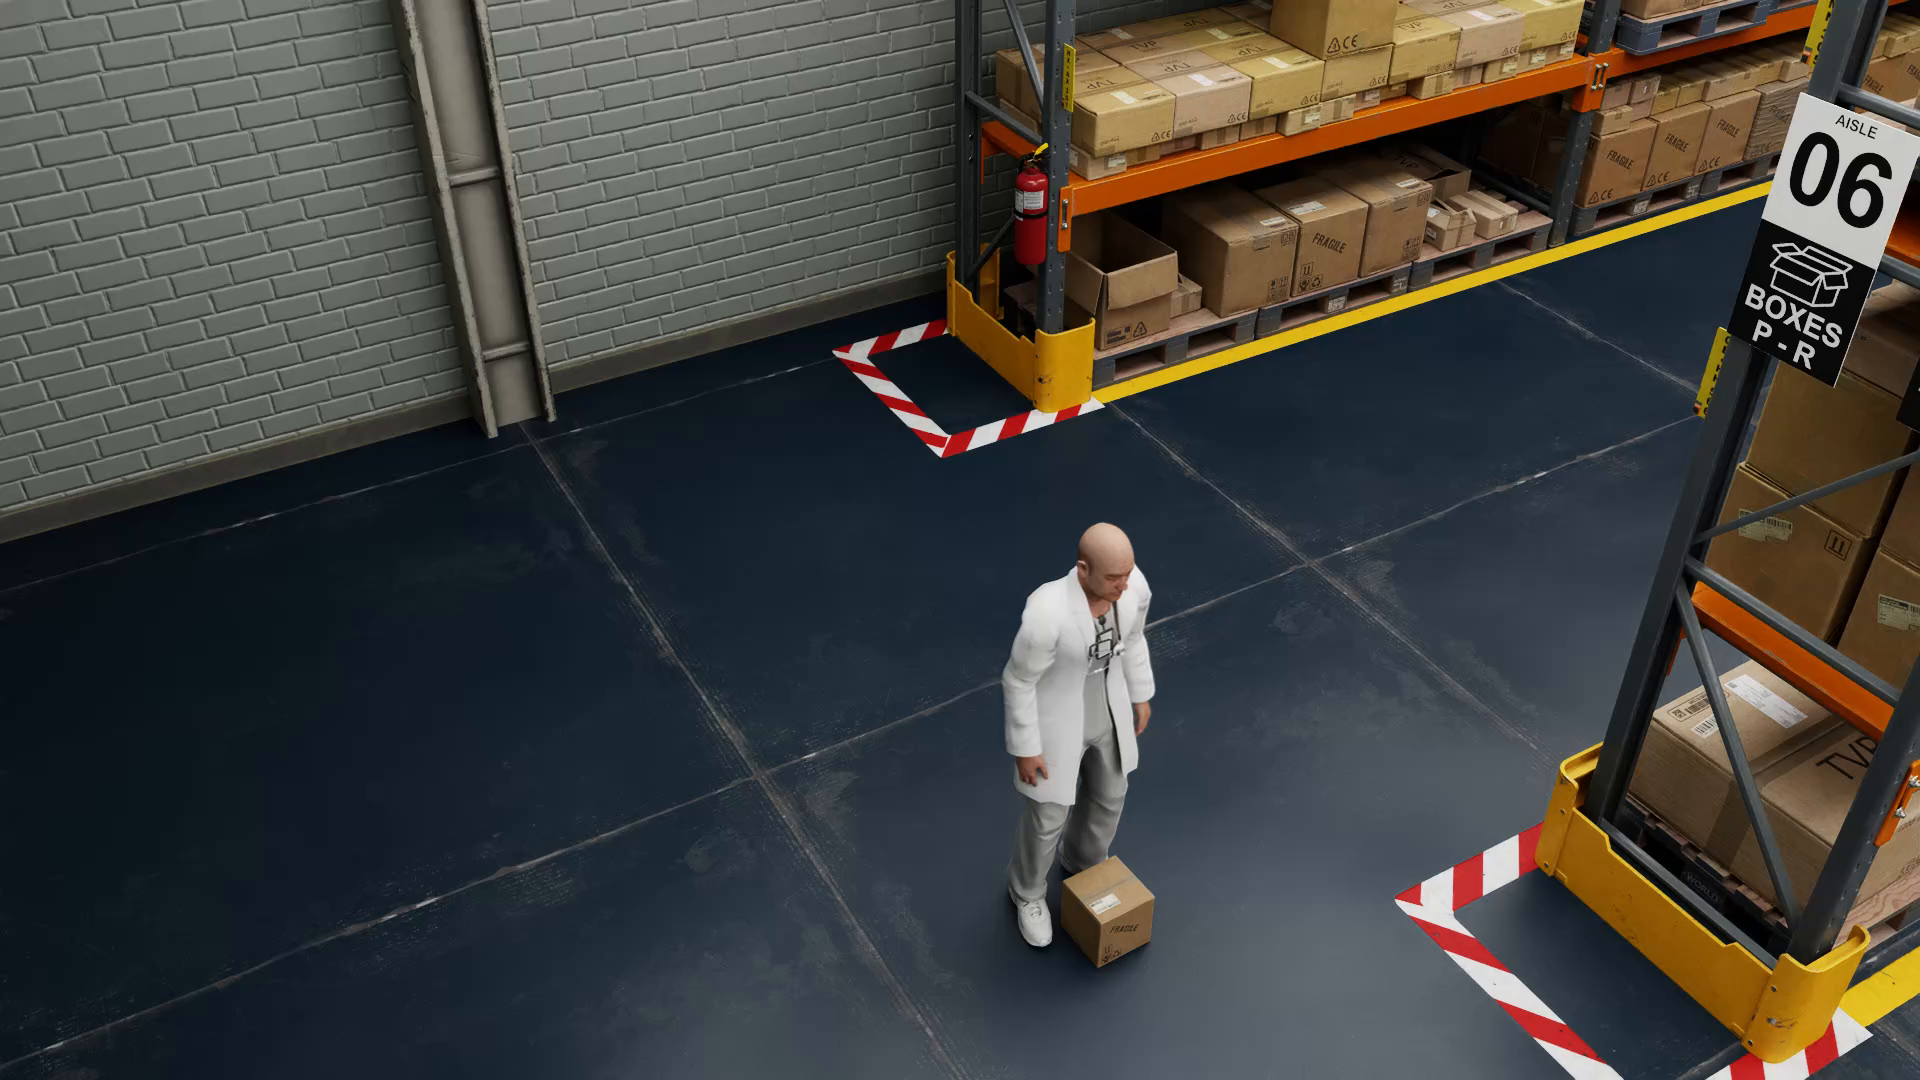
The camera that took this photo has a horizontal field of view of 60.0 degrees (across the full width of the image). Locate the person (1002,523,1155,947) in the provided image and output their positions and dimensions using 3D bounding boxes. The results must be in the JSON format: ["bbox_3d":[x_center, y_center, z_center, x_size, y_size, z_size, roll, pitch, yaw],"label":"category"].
[{"bbox_3d":[0.442,0.663,6.041,0.652,1.773,0.425,-21,41,-26],"label":"person"}]
